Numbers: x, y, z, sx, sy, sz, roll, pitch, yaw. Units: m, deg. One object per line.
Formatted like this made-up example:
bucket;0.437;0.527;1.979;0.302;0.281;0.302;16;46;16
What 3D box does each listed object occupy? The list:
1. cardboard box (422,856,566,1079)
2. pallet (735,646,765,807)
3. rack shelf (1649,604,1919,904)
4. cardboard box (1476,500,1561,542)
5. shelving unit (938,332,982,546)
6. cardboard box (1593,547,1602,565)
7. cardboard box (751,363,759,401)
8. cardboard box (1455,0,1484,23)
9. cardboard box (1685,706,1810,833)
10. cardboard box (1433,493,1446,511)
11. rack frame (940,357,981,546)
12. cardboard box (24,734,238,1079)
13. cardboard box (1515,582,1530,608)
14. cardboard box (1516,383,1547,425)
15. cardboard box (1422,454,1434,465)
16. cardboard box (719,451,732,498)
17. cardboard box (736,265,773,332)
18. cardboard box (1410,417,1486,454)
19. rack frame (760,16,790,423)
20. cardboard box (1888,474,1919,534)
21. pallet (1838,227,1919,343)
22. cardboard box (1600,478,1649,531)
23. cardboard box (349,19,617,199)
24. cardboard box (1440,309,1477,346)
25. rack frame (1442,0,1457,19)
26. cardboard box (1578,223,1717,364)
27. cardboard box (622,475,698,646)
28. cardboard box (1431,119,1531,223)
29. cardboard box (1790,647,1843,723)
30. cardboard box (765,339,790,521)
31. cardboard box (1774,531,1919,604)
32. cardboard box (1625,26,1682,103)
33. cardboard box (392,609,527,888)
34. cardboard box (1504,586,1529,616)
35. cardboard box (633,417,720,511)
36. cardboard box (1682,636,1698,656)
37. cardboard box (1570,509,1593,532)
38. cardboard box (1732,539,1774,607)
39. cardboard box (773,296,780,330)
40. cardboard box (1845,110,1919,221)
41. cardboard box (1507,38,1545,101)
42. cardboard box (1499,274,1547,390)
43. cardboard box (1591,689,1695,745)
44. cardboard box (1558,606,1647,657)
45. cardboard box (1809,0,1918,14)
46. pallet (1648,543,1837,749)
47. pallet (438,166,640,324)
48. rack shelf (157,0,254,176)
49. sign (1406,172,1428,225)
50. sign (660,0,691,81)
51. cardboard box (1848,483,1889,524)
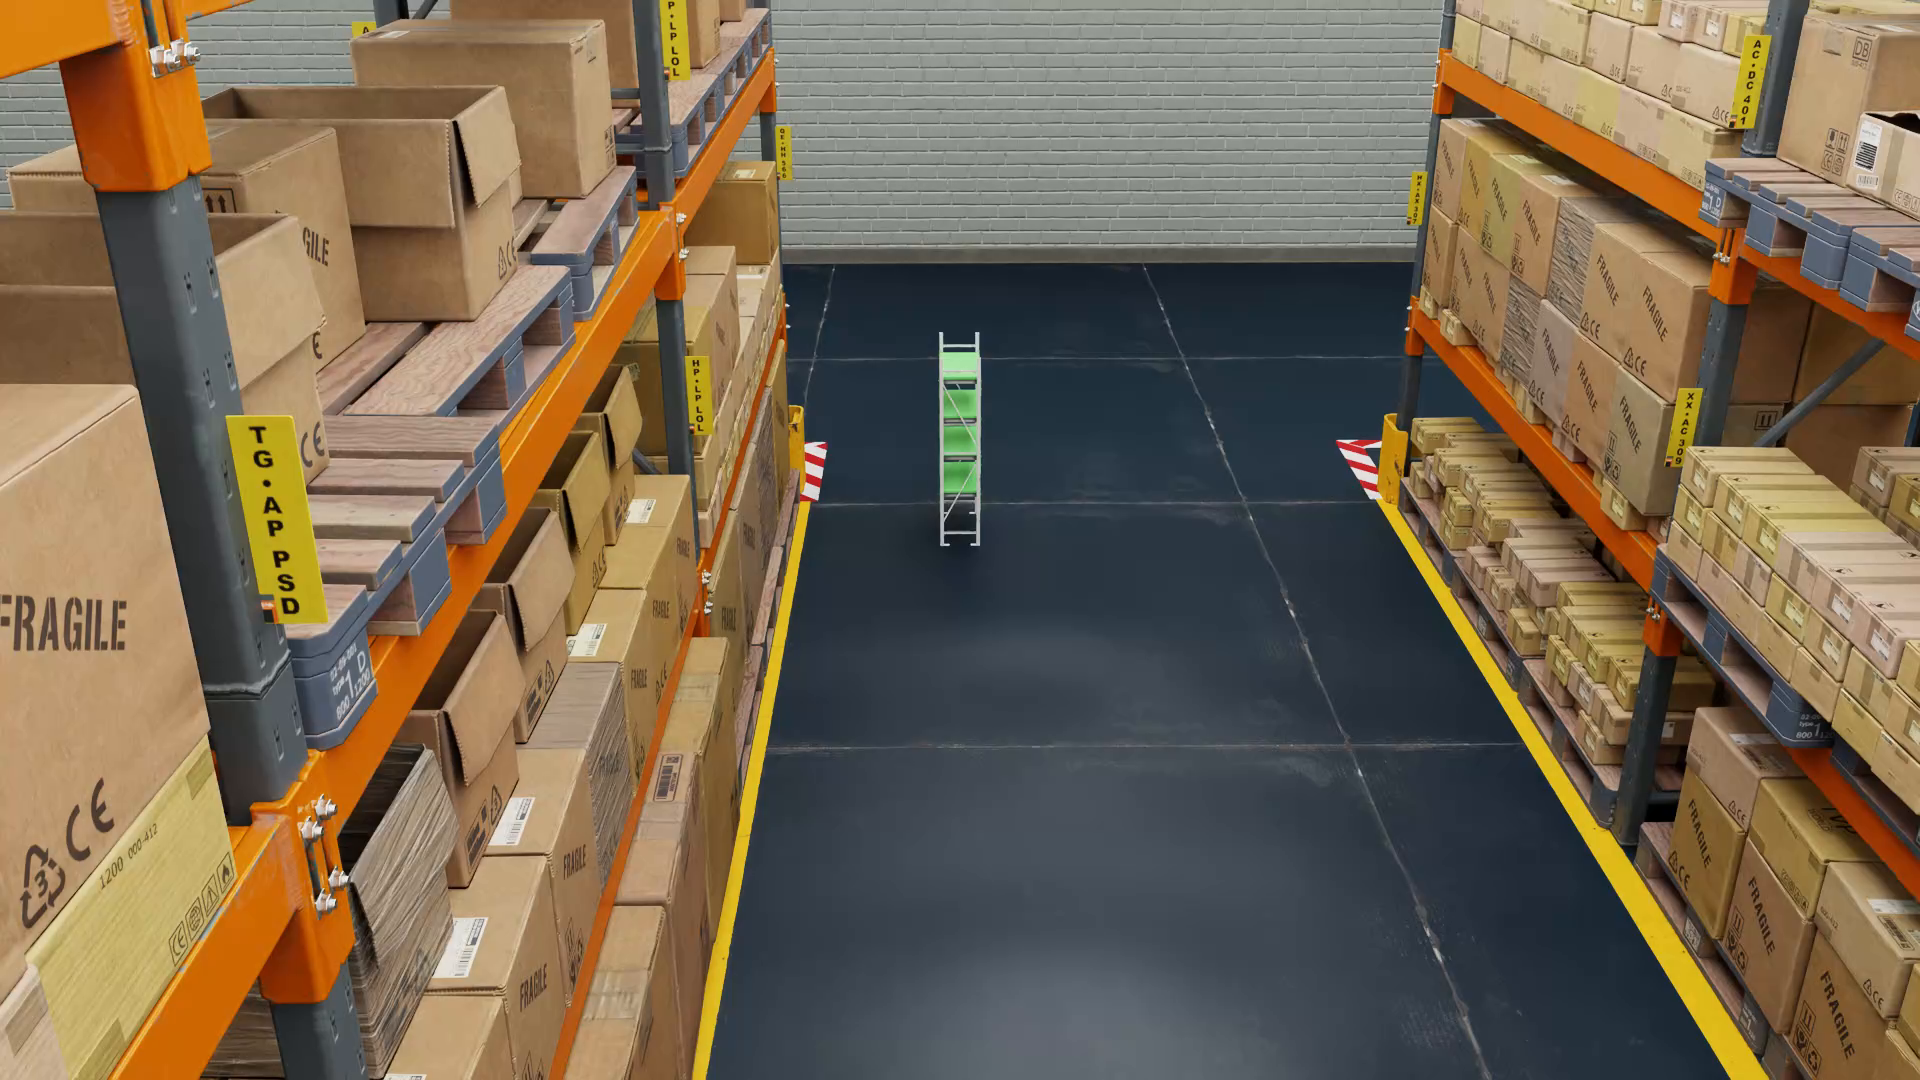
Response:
cardboard box;-1.270;1.119;4.015;0.500;0.500;0.500;-1;24;-2
pallet;-1.503;0.887;8.033;1.003;0.211;1.213;0;24;-1
rack shelf;3.410;1.101;5.048;1.077;0.370;4.000;0;24;-1
cardboard box;3.044;-0.103;9.065;0.380;0.149;0.250;0;24;0
shelving unit;-0.002;-0.615;10.154;0.258;1.200;0.503;0;24;-1
cardboard box;3.646;0.023;9.149;0.380;0.149;0.250;1;24;2
cardboard box;-1.267;-0.829;8.747;0.380;0.149;0.250;0;24;0
cardboard box;3.089;-3.039;9.264;0.500;0.250;0.500;0;24;0
cardboard box;3.132;0.861;6.320;0.500;0.250;0.500;-1;24;-3
cardboard box;3.115;-0.266;10.149;0.380;0.149;0.250;0;24;-1
rack frame;0.001;-0.514;9.931;0.240;1.200;0.015;0;24;-1
cardboard box;-1.279;0.475;2.102;0.500;0.250;0.500;0;24;0
cardboard box;3.121;0.252;8.642;0.380;0.149;0.250;-1;24;-3
cardboard box;3.062;-0.697;8.455;0.380;0.149;0.250;0;24;0
cardboard box;3.093;-0.510;10.326;0.380;0.149;0.250;1;24;2
cardboard box;-1.250;-0.296;7.569;0.380;0.149;0.250;1;24;1
cardboard box;-1.341;-1.378;9.478;0.500;0.250;0.500;-1;24;-1
cardboard box;3.010;-0.645;10.264;0.380;0.149;0.250;-1;24;-3
rack frame;-1.617;-1.718;10.409;1.000;3.000;0.127;0;24;-1
cardboard box;3.591;-0.123;5.956;0.380;0.149;0.250;-1;24;-2
pallet;3.302;-0.650;4.634;1.213;0.211;1.003;0;24;-1
cardboard box;3.039;-0.158;7.265;0.380;0.149;0.250;-1;24;-2
cardboard box;-1.557;-1.435;5.511;0.700;0.500;0.500;0;24;1
cardboard box;3.014;-1.234;9.643;0.380;0.149;0.250;-1;24;-2
rack frame;3.344;-4.432;9.130;1.000;3.000;0.127;0;24;-1
cardboard box;3.101;-1.093;7.331;0.500;0.500;0.500;-1;24;-2
cardboard box;-1.295;0.076;6.321;0.500;0.500;0.500;0;24;0
cardboard box;3.084;-2.149;9.667;0.500;0.500;0.500;0;24;-1
cardboard box;2.945;0.462;5.383;0.380;0.149;0.250;-1;24;-3
cardboard box;-1.530;-0.678;10.178;0.875;0.875;0.875;0;24;-1
cardboard box;2.942;0.089;5.486;0.380;0.149;0.250;-1;24;-1
cardboard box;3.134;-1.980;6.924;0.500;0.250;0.500;-1;24;-3
cardboard box;-1.525;0.506;4.153;0.797;0.503;0.637;0;24;1
cardboard box;3.096;0.363;8.758;0.380;0.149;0.250;0;24;0
cardboard box;-1.316;-0.332;7.165;0.500;0.250;0.500;-1;24;-2
cardboard box;3.595;0.425;7.898;0.380;0.149;0.250;-1;24;-1
cardboard box;3.569;-0.109;9.079;0.380;0.149;0.250;-1;24;-2
cardboard box;2.940;0.114;5.791;0.380;0.149;0.250;0;24;1
cardboard box;-1.279;-1.351;9.903;0.380;0.149;0.250;0;24;0
cardboard box;3.187;-1.204;5.232;0.500;0.311;0.500;-1;24;-1
cardboard box;3.113;-2.382;8.418;0.500;0.250;0.500;-1;24;-2
cardboard box;3.109;-1.061;8.474;0.500;0.500;0.500;-1;24;-2
cardboard box;3.067;0.793;7.445;0.380;0.149;0.250;0;24;0
cardboard box;3.071;0.433;7.881;0.380;0.149;0.250;0;24;-1
cardboard box;3.598;-2.095;6.693;0.380;0.149;0.250;-1;24;-1
pallet;3.251;0.352;6.064;1.003;0.211;1.213;0;24;-1
pallet;-1.514;-0.972;5.351;0.805;0.209;1.217;-1;24;-3
rack shelf;-1.551;-1.469;3.937;1.077;0.370;4.000;0;24;-1
sign;2.802;-2.091;10.182;0.100;0.325;0.005;0;24;-1
sign;-1.030;-1.822;5.989;0.100;0.325;0.005;0;24;-1
cardboard box;3.590;-0.100;6.265;0.380;0.149;0.250;0;24;1
